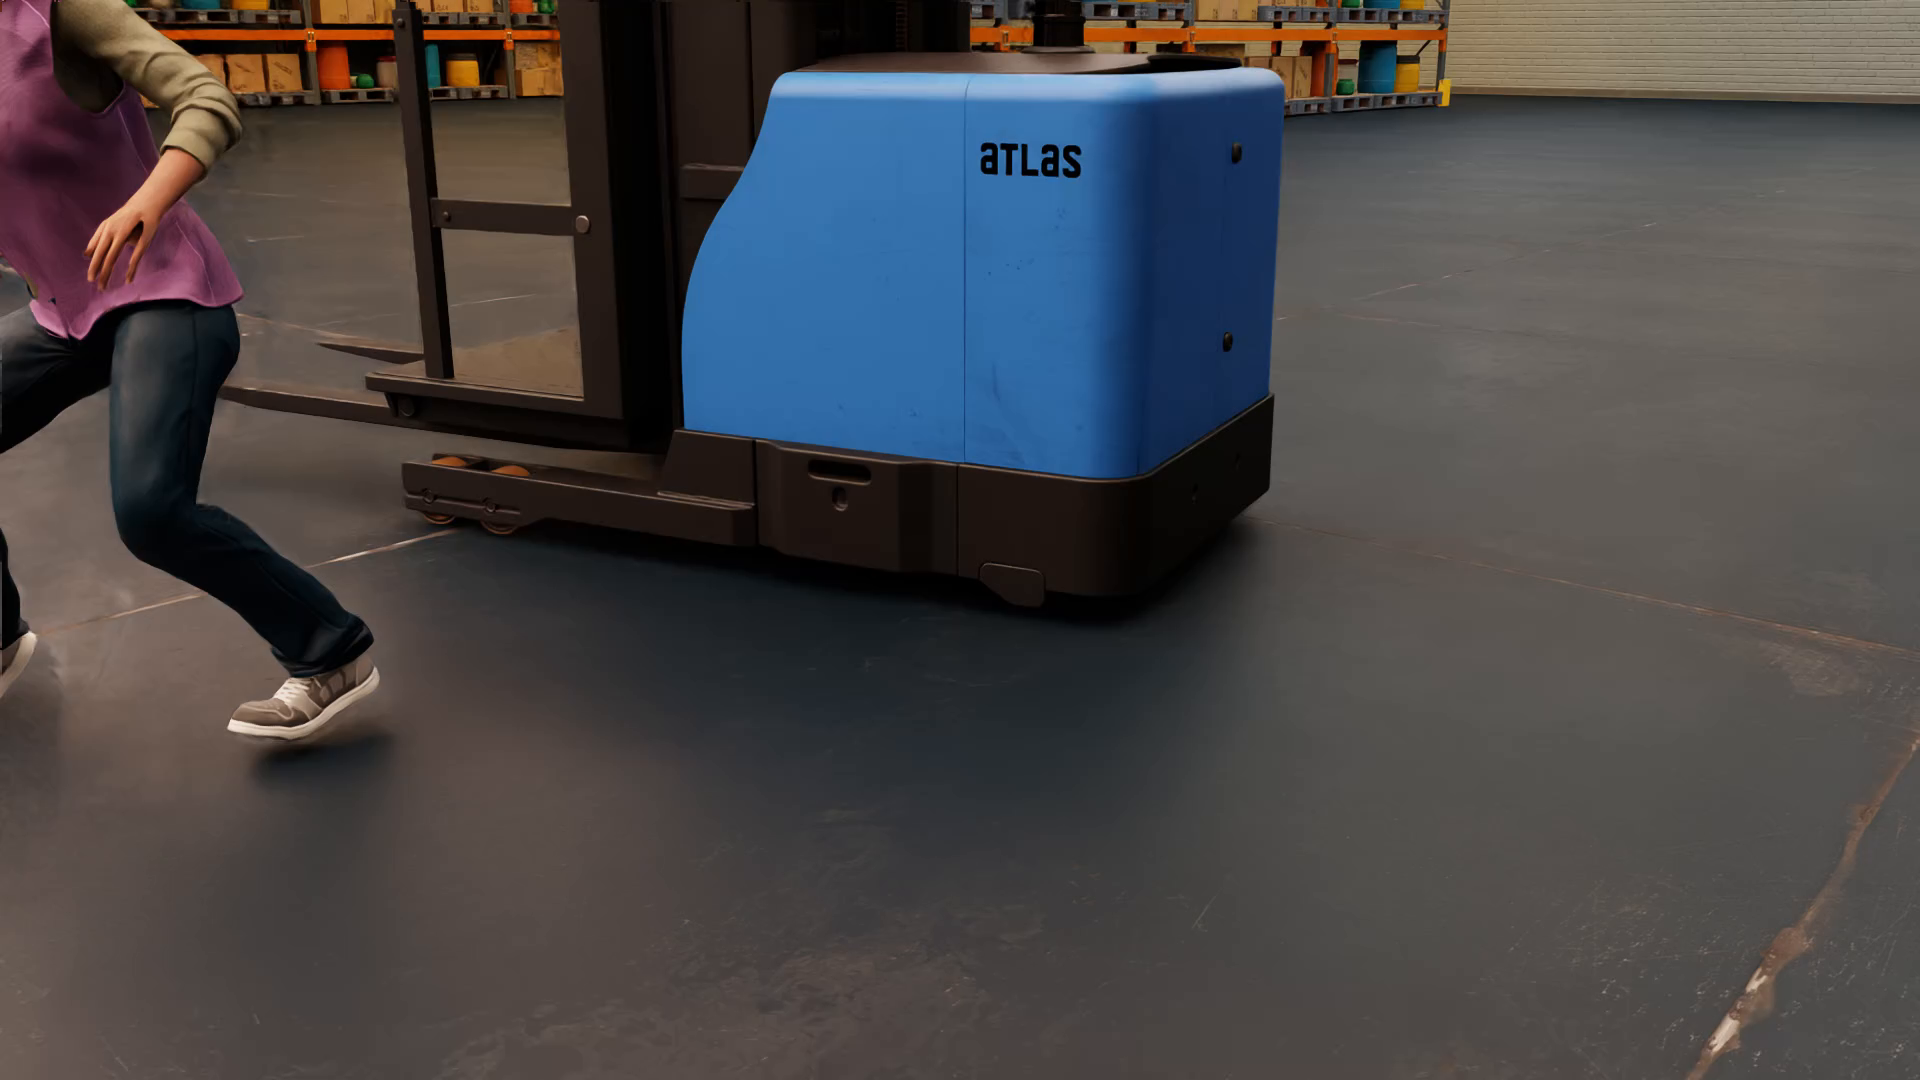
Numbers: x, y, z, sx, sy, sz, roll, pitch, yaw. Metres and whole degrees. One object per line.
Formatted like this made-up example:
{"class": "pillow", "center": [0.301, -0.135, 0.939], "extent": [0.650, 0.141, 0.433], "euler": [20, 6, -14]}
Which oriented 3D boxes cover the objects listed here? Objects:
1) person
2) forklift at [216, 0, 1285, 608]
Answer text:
{"class": "person", "center": [-1.454, -0.319, 2.668], "extent": [0.907, 1.527, 0.515], "euler": [7, 18, 22]}
{"class": "forklift", "center": [-0.786, -1.541, 3.972], "extent": [3.031, 2.935, 1.130], "euler": [8, 19, 25]}
